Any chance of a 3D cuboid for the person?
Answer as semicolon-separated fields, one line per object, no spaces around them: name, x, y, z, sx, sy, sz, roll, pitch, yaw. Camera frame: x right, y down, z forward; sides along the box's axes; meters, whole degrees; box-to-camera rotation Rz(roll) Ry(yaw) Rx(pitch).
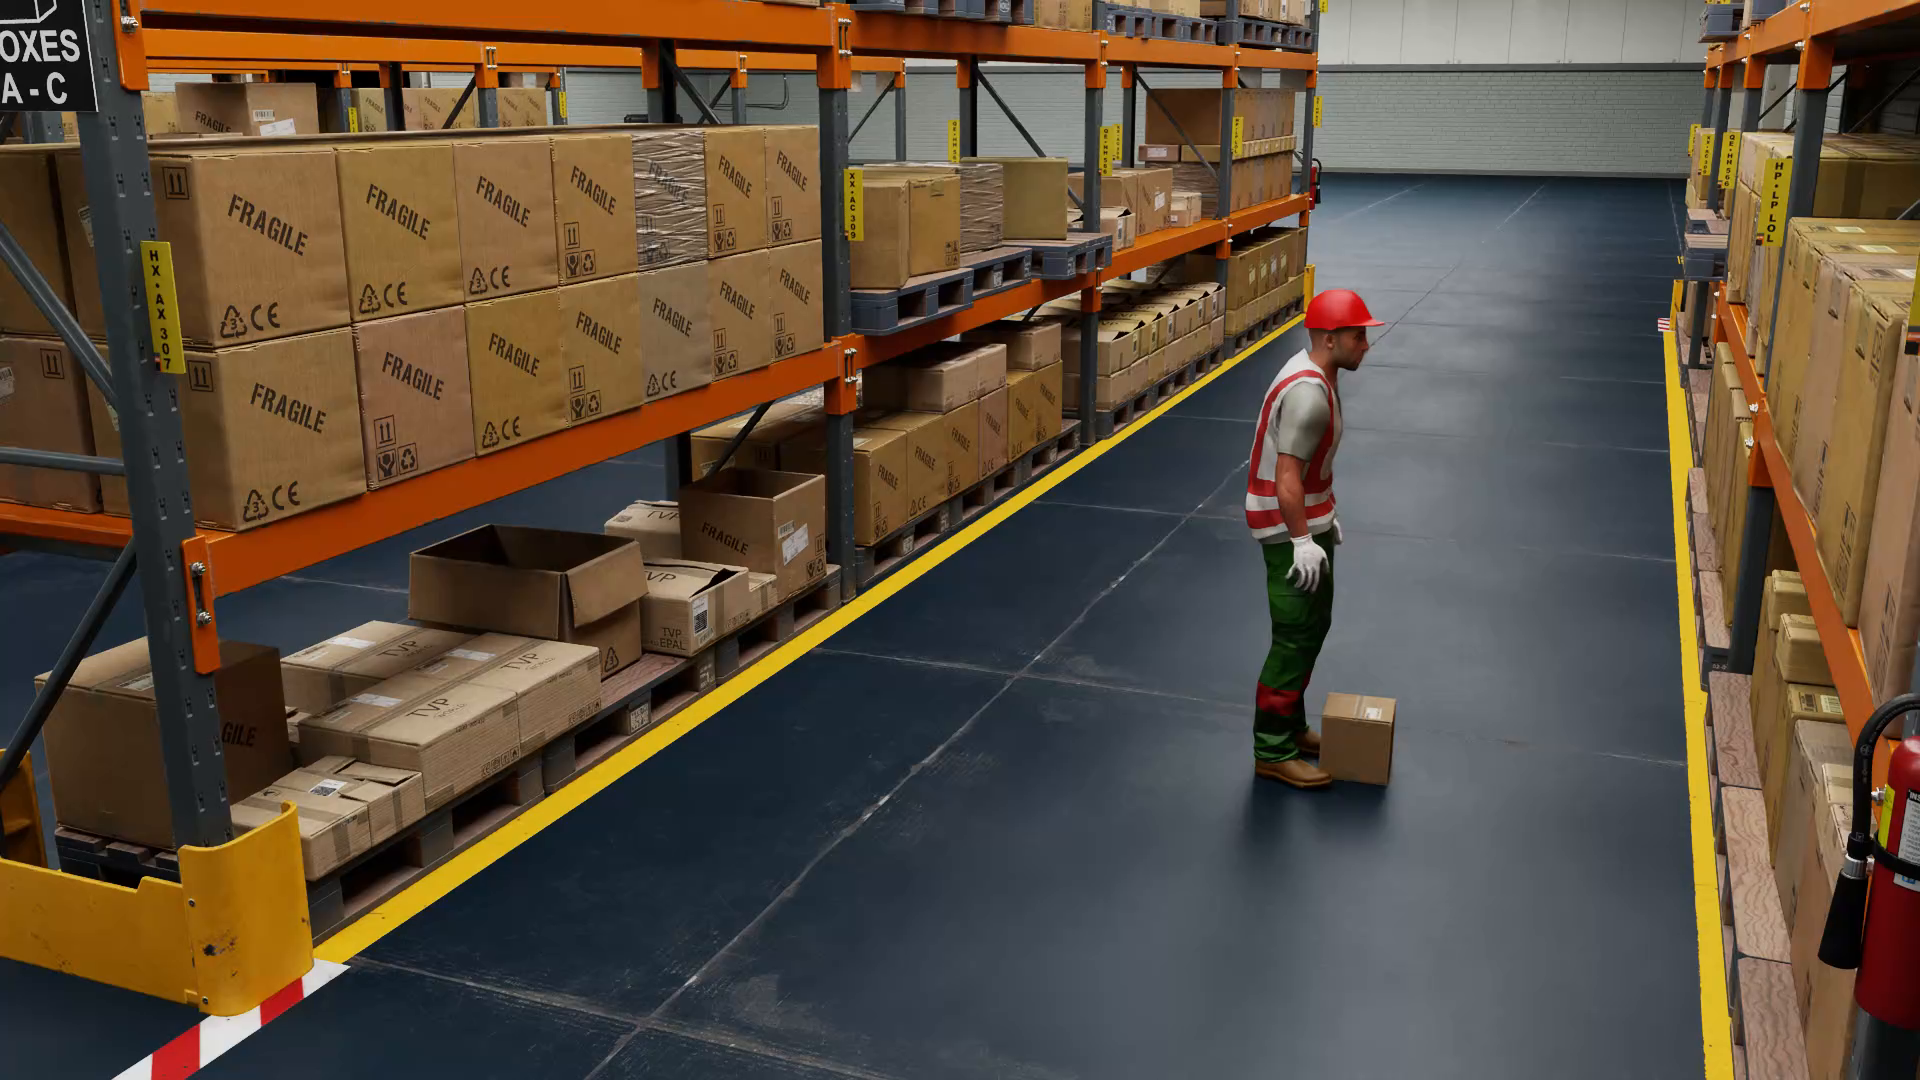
person;1.273;-0.024;6.079;0.448;1.780;0.623;5;16;19
